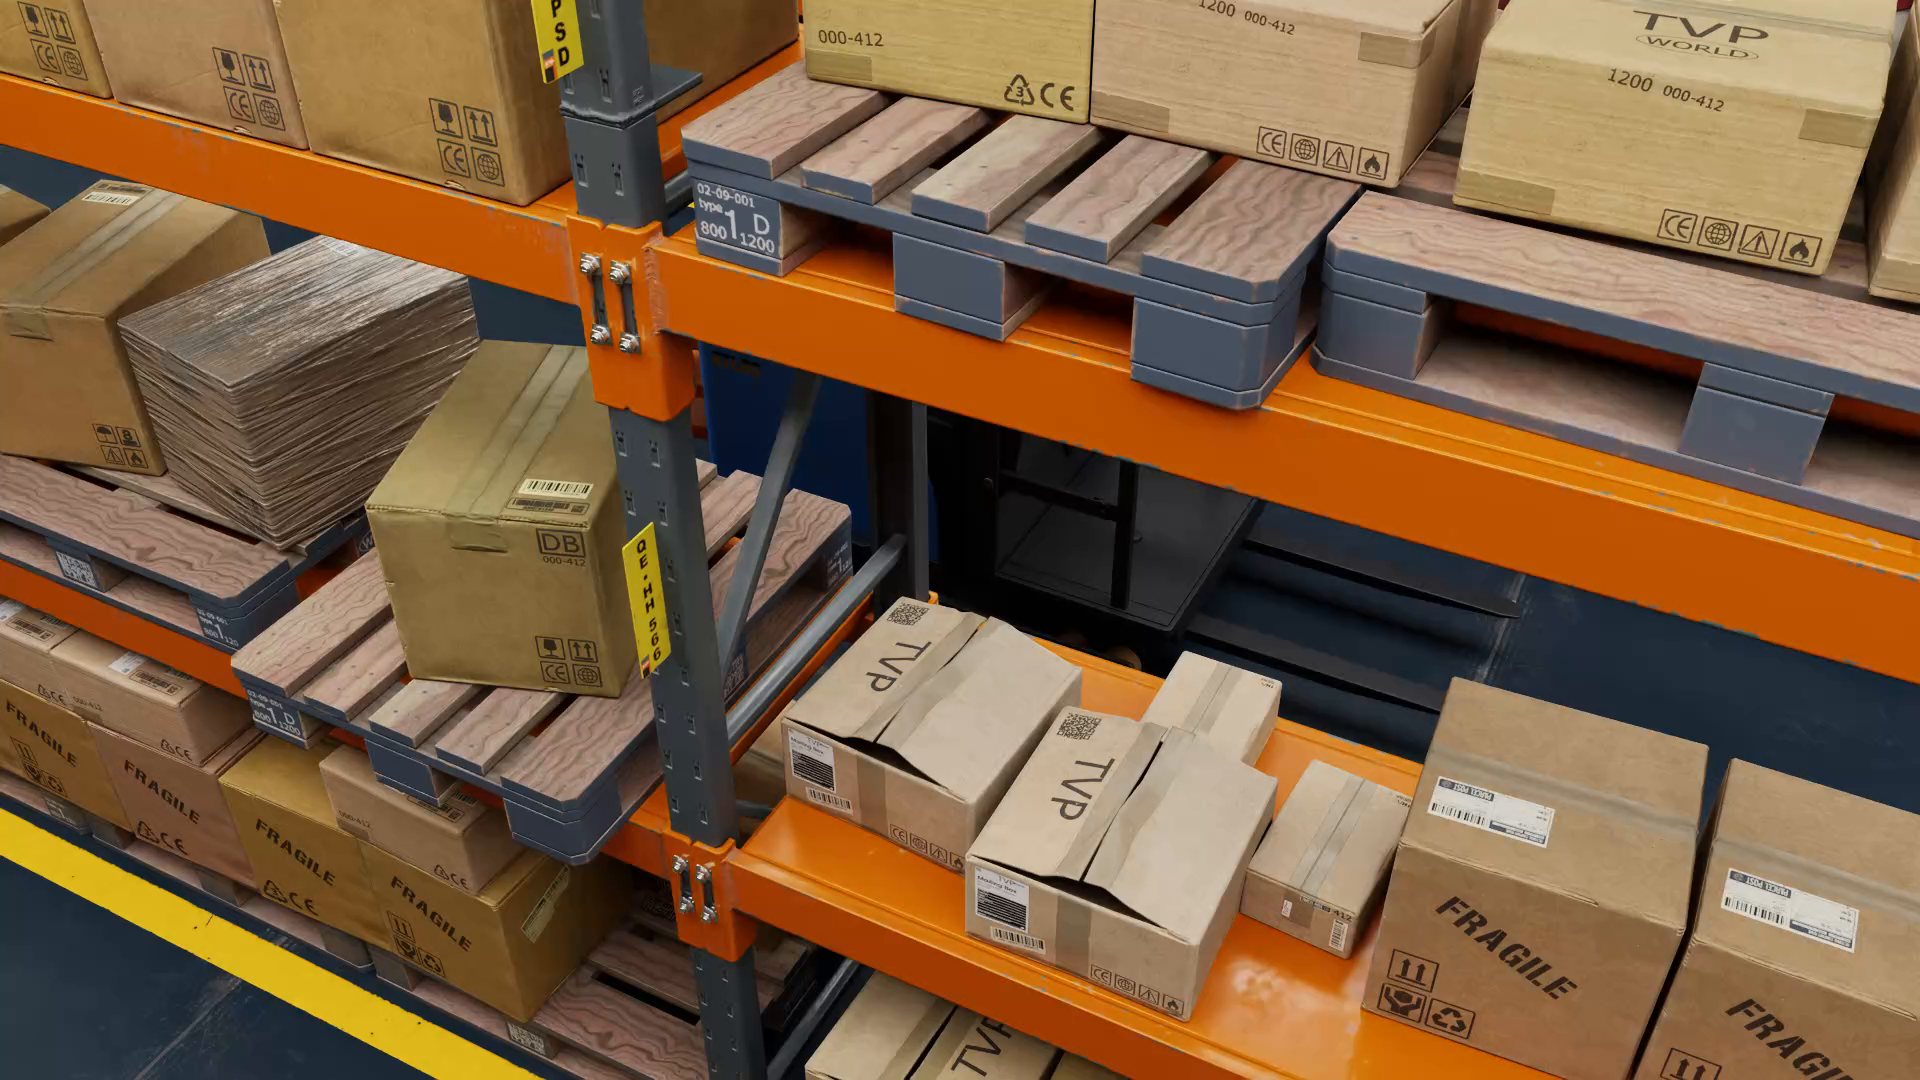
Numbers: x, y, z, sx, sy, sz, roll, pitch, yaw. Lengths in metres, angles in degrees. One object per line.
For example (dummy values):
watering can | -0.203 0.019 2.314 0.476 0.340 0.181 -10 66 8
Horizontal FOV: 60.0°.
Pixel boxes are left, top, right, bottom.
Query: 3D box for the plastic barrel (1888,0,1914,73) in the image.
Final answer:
plastic barrel | 3.687 -2.053 6.861 0.433 0.535 0.433 0 37 0

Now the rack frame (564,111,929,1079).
rack frame | -0.362 0.255 3.933 0.127 3.000 1.000 17 41 21

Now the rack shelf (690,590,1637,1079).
rack shelf | 1.414 1.098 3.418 4.000 0.370 1.077 17 41 21

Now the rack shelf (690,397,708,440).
rack shelf | -1.126 -0.498 6.853 0.480 0.148 0.258 10 38 13

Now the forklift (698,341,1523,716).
forklift | 0.557 -0.989 5.629 3.031 2.935 1.130 18 41 22

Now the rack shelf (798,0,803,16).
rack shelf | 0.144 -2.673 8.385 4.000 0.370 1.077 17 41 21

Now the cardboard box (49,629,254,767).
cardboard box | -2.262 0.347 4.895 0.500 0.250 0.500 17 40 21

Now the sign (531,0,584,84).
sign | -0.613 -0.855 2.487 0.005 0.325 0.100 17 41 21

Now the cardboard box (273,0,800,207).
cardboard box | -0.764 -1.083 3.132 0.500 0.500 0.910 17 41 21

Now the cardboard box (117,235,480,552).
cardboard box | -1.697 -0.423 4.397 0.500 0.500 0.700 26 44 30

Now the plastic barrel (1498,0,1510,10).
plastic barrel | 2.471 -2.491 7.438 0.708 0.536 0.600 17 41 21

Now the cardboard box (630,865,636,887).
cardboard box | -1.102 0.653 5.112 0.500 0.500 0.500 16 40 20

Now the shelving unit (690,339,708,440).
shelving unit | -1.126 -0.709 6.692 0.503 1.200 0.258 10 38 13

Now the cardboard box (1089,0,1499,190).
cardboard box | 0.541 -0.815 2.639 0.500 0.250 0.500 18 41 23

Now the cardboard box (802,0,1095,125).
cardboard box | 0.067 -0.951 2.818 0.500 0.250 0.500 14 40 18

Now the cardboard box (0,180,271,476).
cardboard box | -2.316 -0.606 4.637 0.500 0.500 0.700 8 38 10

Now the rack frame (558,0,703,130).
rack frame | -0.362 -2.134 2.119 0.127 3.000 1.000 17 41 21

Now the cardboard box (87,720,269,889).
cardboard box | -2.228 0.655 5.110 0.500 0.500 0.500 16 40 20

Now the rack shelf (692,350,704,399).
rack shelf | -1.126 -0.656 6.733 0.480 0.148 0.258 10 38 13

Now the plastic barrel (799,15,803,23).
plastic barrel | -1.157 -2.686 9.196 0.708 0.901 0.600 17 41 21

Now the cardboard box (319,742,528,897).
cardboard box | -1.352 0.630 4.523 0.500 0.250 0.500 19 41 23

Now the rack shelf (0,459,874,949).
rack shelf | -2.138 -0.014 4.883 4.000 0.370 1.077 17 41 21

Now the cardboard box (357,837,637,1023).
cardboard box | -1.300 0.942 4.732 0.500 0.500 0.500 19 41 23

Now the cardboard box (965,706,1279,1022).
cardboard box | 0.344 0.643 3.495 0.500 0.311 0.500 17 40 21

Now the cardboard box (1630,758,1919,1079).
cardboard box | 1.603 0.820 3.107 0.500 0.500 0.500 17 41 22

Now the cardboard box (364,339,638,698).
cardboard box | -0.973 -0.066 3.927 0.500 0.500 0.700 5 37 6

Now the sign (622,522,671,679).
sign | -0.603 0.120 3.219 0.005 0.325 0.100 17 41 21

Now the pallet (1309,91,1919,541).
pallet | 1.277 -0.414 2.490 1.213 0.211 1.003 19 41 24

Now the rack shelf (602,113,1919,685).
rack shelf | 1.414 -0.097 2.511 4.000 0.370 1.077 17 41 21

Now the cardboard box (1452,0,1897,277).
cardboard box | 1.044 -0.650 2.421 0.500 0.250 0.500 17 40 21

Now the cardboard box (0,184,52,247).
cardboard box | -2.956 -0.655 4.702 0.500 0.500 0.700 24 43 28

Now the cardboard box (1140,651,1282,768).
cardboard box | 0.564 0.457 3.875 0.250 0.149 0.380 17 41 21

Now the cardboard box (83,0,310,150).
cardboard box | -1.217 -1.224 3.318 0.500 0.500 0.910 17 41 21

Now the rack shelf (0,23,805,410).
rack shelf | -2.138 -1.209 3.976 4.000 0.370 1.077 17 41 21

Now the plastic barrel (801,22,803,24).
plastic barrel | -0.528 -2.489 8.937 0.708 0.901 0.600 17 41 21

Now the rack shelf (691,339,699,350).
rack shelf | -1.126 -0.834 6.598 0.480 0.148 0.258 10 38 13

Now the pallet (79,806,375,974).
pallet | -2.086 0.798 5.524 1.213 0.211 1.003 17 41 21

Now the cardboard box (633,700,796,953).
cardboard box | -0.634 0.796 4.924 0.500 0.500 0.500 19 41 23

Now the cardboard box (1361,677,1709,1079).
cardboard box | 1.136 0.673 3.299 0.500 0.500 0.500 15 40 19

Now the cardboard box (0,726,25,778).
cardboard box | -3.117 0.371 5.484 0.500 0.500 0.500 18 41 22

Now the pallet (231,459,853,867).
pallet | -0.996 0.181 4.189 1.003 0.211 1.213 17 41 21

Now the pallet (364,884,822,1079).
pallet | -1.007 1.138 5.076 1.213 0.211 1.003 17 41 21

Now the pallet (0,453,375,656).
pallet | -2.091 -0.207 4.700 1.213 0.211 1.003 17 41 21

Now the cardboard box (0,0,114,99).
cardboard box | -1.679 -1.369 3.509 0.500 0.500 0.910 17 41 21

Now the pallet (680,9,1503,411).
pallet | 0.282 -0.724 2.898 1.003 0.211 1.213 19 41 24

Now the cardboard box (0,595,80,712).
cardboard box | -2.708 0.208 5.078 0.500 0.250 0.500 17 41 22

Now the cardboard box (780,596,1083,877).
cardboard box | -0.059 0.415 3.796 0.500 0.311 0.500 20 42 24

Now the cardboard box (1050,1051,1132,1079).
cardboard box | 0.439 1.405 3.882 0.500 0.311 0.500 16 40 20

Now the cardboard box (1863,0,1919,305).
cardboard box | 1.521 -0.499 2.223 0.500 0.250 0.500 14 39 18

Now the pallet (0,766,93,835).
pallet | -3.174 0.460 5.970 1.213 0.211 1.003 17 41 21

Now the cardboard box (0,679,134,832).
cardboard box | -2.677 0.514 5.295 0.500 0.500 0.500 18 41 22

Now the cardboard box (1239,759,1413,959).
cardboard box | 0.797 0.680 3.581 0.250 0.149 0.380 20 42 25

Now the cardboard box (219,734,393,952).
cardboard box | -1.759 0.798 4.922 0.500 0.500 0.500 16 40 20

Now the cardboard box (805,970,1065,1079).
cardboard box | -0.032 1.263 4.068 0.500 0.311 0.500 19 41 23
